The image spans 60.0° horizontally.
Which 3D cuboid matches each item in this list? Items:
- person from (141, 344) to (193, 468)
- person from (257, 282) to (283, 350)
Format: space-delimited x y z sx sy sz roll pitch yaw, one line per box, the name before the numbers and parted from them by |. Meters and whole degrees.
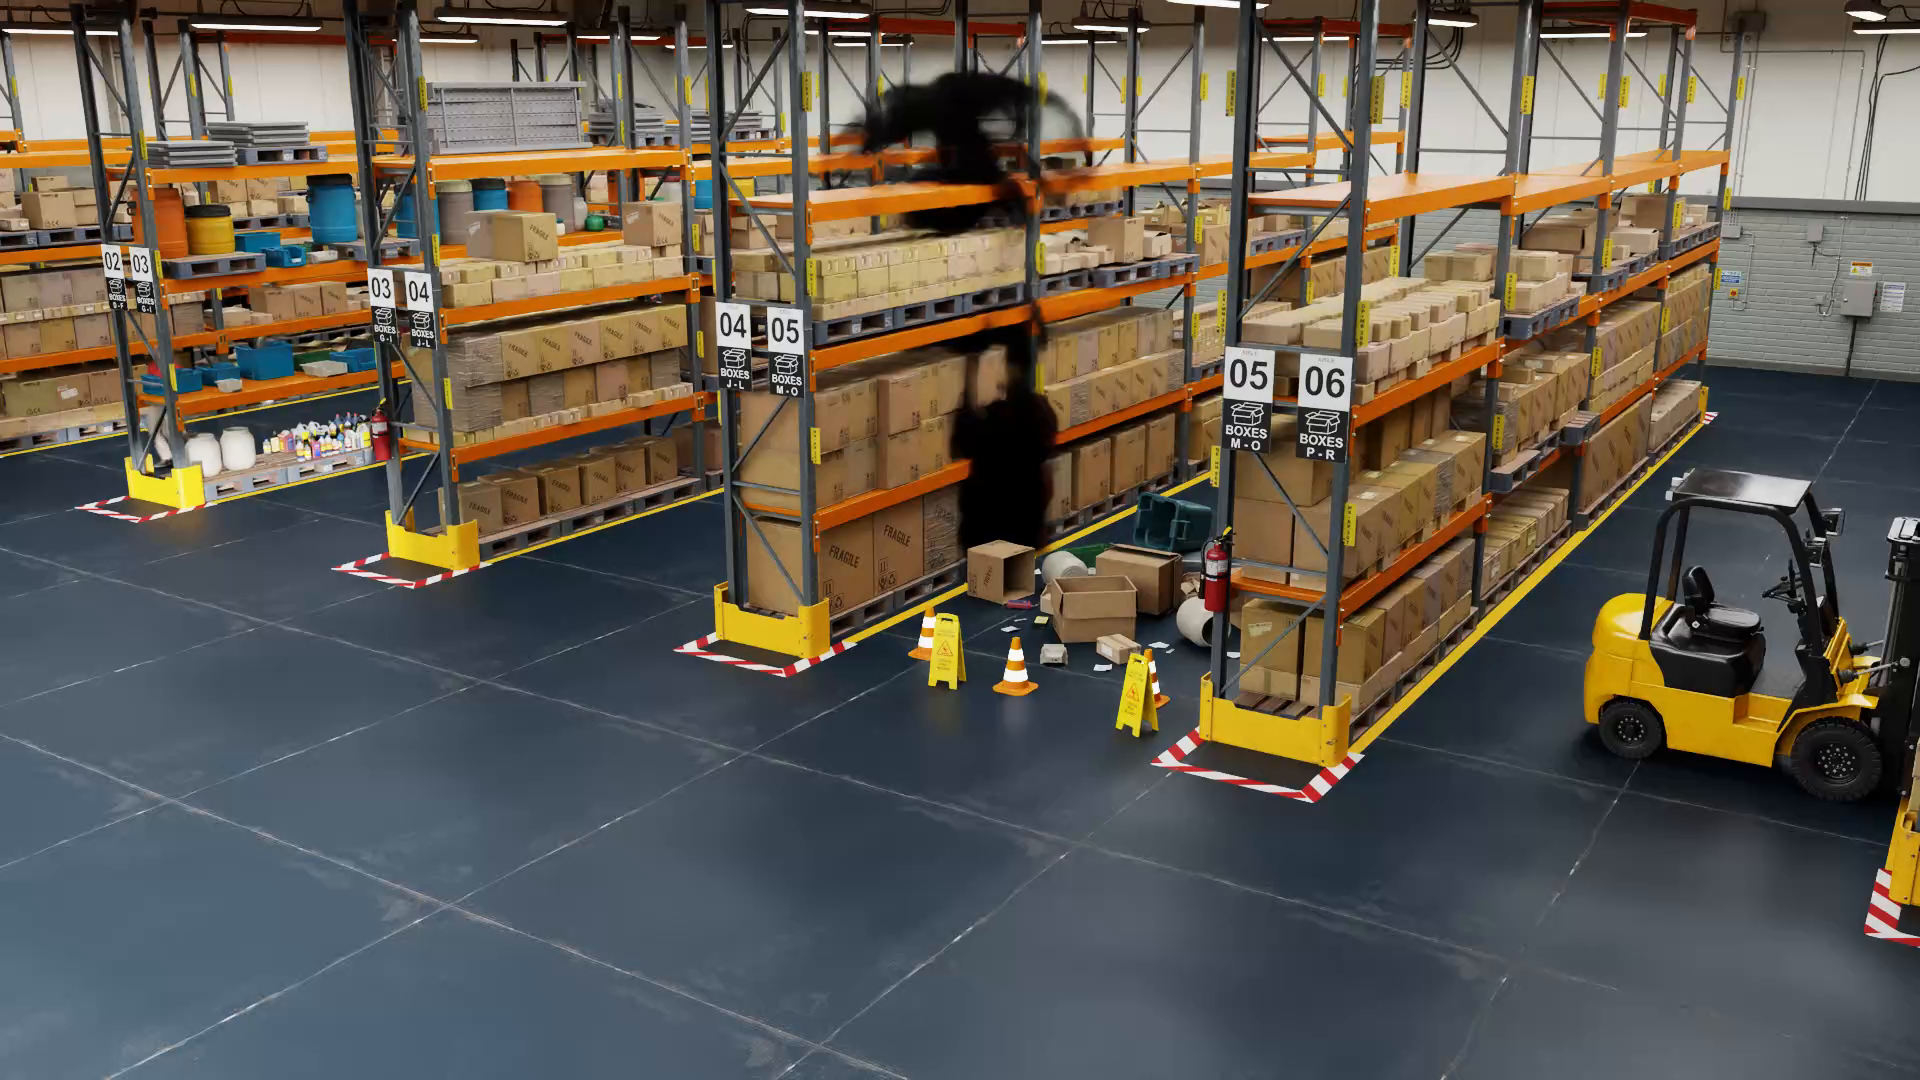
person | -10.859 -1.857 22.759 0.666 1.676 0.670 5 16 18
person | -12.308 -3.804 29.697 0.589 1.736 0.790 9 18 28
